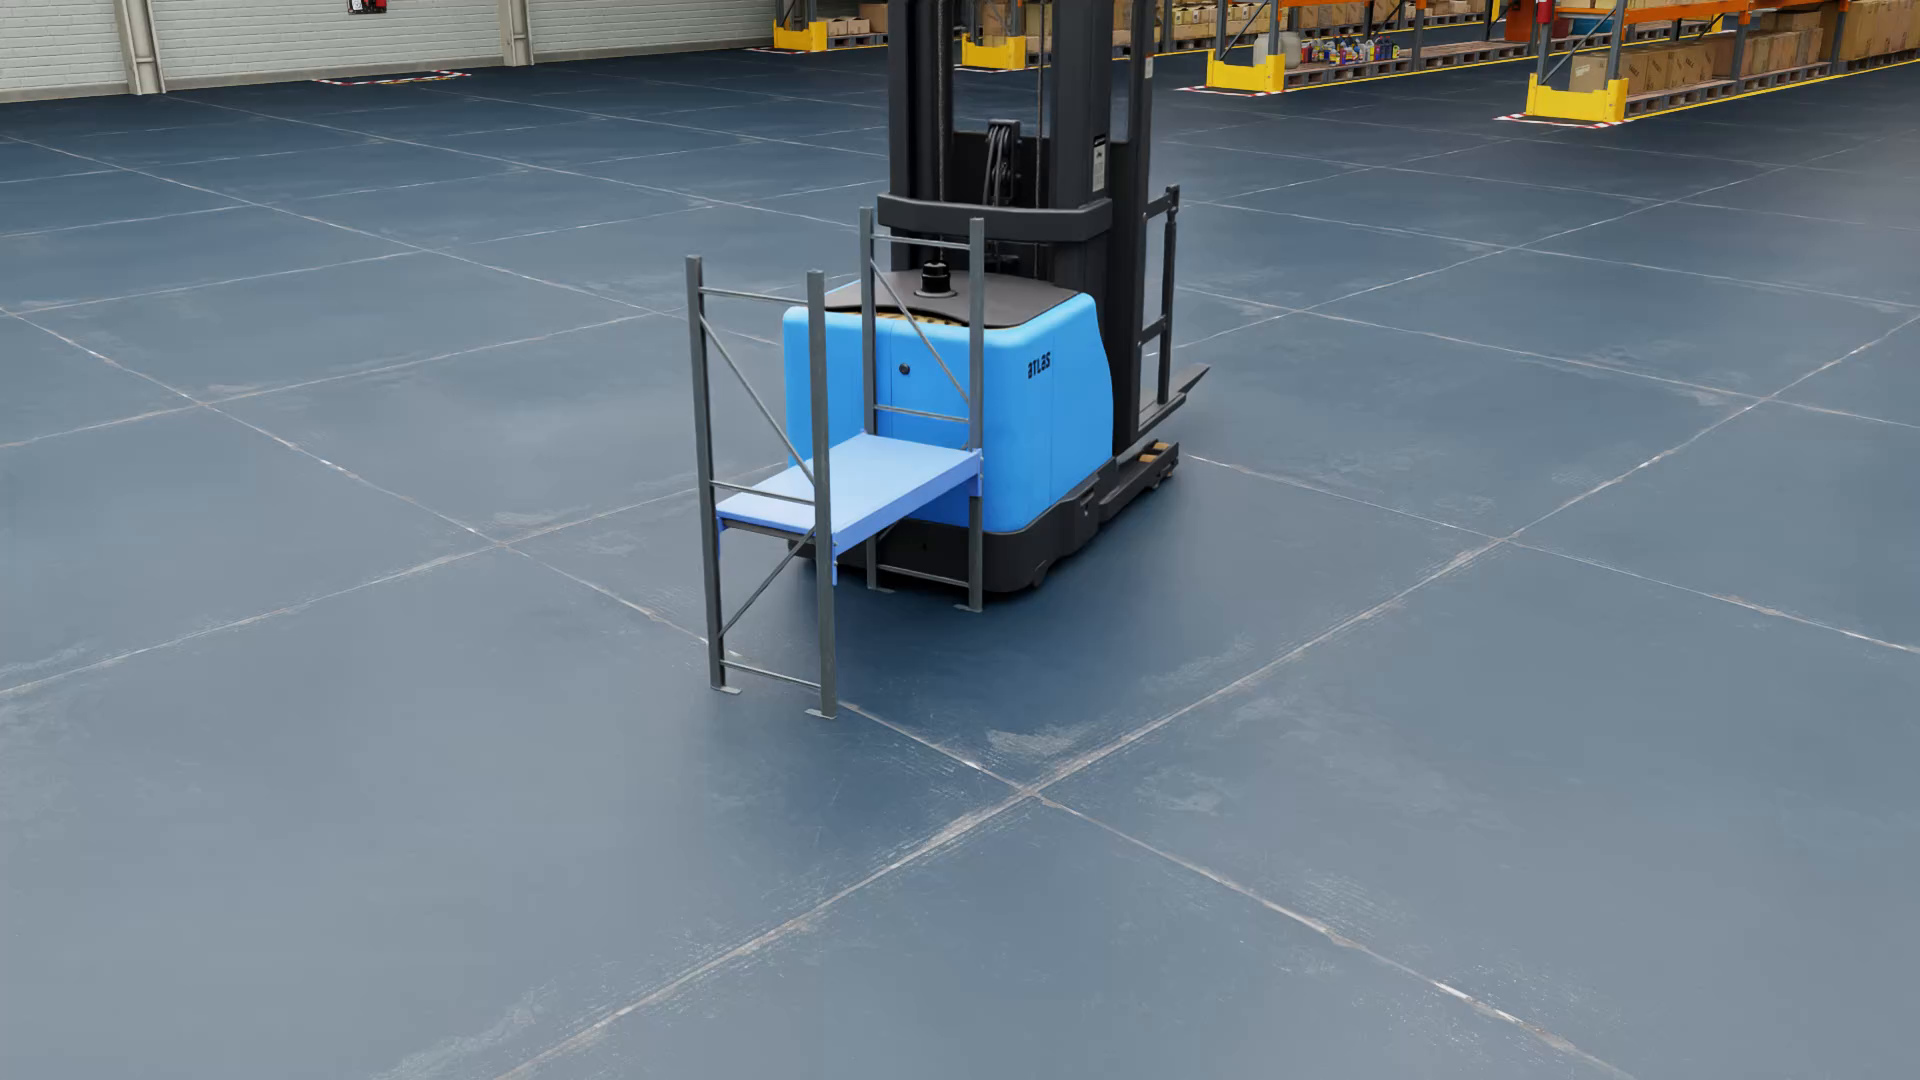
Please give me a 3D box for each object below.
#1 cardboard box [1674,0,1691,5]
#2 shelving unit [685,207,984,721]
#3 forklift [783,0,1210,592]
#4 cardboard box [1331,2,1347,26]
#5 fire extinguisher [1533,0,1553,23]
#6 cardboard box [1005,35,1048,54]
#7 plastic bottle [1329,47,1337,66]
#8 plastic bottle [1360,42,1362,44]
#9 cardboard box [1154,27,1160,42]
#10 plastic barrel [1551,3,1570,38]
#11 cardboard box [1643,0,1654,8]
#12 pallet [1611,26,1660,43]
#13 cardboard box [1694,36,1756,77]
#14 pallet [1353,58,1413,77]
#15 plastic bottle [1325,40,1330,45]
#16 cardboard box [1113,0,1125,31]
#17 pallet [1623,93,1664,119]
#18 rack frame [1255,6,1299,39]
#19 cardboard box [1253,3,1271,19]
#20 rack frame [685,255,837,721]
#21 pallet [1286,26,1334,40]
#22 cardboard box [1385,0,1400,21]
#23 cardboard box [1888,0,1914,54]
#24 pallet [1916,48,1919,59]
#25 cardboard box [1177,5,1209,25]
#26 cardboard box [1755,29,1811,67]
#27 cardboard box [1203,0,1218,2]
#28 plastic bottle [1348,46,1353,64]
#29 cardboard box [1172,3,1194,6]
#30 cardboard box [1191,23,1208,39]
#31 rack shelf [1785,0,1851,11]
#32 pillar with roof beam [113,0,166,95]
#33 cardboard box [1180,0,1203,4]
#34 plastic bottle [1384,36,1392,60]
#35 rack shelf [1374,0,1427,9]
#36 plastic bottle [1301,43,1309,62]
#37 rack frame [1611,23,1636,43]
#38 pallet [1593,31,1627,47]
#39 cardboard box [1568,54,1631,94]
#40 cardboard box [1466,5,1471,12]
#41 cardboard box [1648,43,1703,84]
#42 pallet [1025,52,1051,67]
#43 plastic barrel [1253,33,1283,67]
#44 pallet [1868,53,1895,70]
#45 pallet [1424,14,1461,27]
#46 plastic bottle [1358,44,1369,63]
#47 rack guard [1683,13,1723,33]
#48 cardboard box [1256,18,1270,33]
[{"bbox_3d":[9.144,-6.951,21.328,0.380,0.149,0.250,19,28,41],"label":"cardboard box"},{"bbox_3d":[-0.387,-0.306,5.781,0.538,1.500,1.048,11,24,27],"label":"shelving unit"},{"bbox_3d":[0.384,-1.659,7.306,1.130,2.935,3.031,10,23,24],"label":"forklift"},{"bbox_3d":[7.381,-10.578,33.285,0.500,0.500,0.500,19,28,40],"label":"cardboard box"},{"bbox_3d":[7.248,-6.743,20.545,0.296,0.674,0.183,19,28,41],"label":"fire extinguisher"},{"bbox_3d":[1.097,-8.168,27.392,0.500,0.250,0.500,19,28,41],"label":"cardboard box"},{"bbox_3d":[5.598,-7.253,24.953,0.097,0.271,0.097,0,21,0],"label":"plastic bottle"},{"bbox_3d":[6.207,-7.547,25.703,0.061,0.283,0.133,19,28,41],"label":"plastic bottle"},{"bbox_3d":[3.187,-8.940,29.401,0.500,0.250,0.500,19,28,41],"label":"cardboard box"},{"bbox_3d":[10.807,-9.480,30.334,0.600,0.588,0.708,19,28,41],"label":"plastic barrel"},{"bbox_3d":[8.401,-6.709,20.700,0.380,0.149,0.250,19,28,41],"label":"cardboard box"},{"bbox_3d":[12.966,-9.915,32.575,1.003,0.211,1.213,19,28,41],"label":"pallet"},{"bbox_3d":[10.893,-6.912,23.749,0.700,0.500,0.500,17,27,37],"label":"cardboard box"},{"bbox_3d":[6.402,-7.497,26.286,1.003,0.211,1.213,19,28,41],"label":"pallet"},{"bbox_3d":[5.763,-7.714,26.137,0.133,0.283,0.061,-19,28,-40],"label":"plastic bottle"},{"bbox_3d":[2.484,-9.035,28.603,0.500,0.500,0.500,19,28,41],"label":"cardboard box"},{"bbox_3d":[8.304,-5.611,21.379,1.003,0.211,1.213,19,28,41],"label":"pallet"},{"bbox_3d":[6.144,-11.230,32.111,1.000,3.000,0.127,19,28,41],"label":"rack frame"},{"bbox_3d":[5.597,-10.073,31.566,0.500,0.311,0.500,19,28,40],"label":"cardboard box"},{"bbox_3d":[-0.634,-0.147,5.366,0.500,1.500,0.032,11,24,27],"label":"rack frame"},{"bbox_3d":[6.692,-10.111,33.086,1.003,0.211,1.213,19,28,41],"label":"pallet"},{"bbox_3d":[8.796,-11.098,34.639,0.500,0.500,0.500,19,28,40],"label":"cardboard box"},{"bbox_3d":[14.975,-8.583,27.599,1.225,0.875,0.875,18,27,39],"label":"cardboard box"},{"bbox_3d":[16.616,-8.652,29.291,1.003,0.211,1.213,19,28,41],"label":"pallet"},{"bbox_3d":[4.174,-9.547,30.199,0.500,0.311,0.500,19,28,40],"label":"cardboard box"},{"bbox_3d":[12.408,-7.465,25.187,0.700,0.500,0.500,16,26,36],"label":"cardboard box"},{"bbox_3d":[5.978,-12.693,38.816,0.700,0.500,0.500,20,29,41],"label":"cardboard box"},{"bbox_3d":[5.907,-7.367,25.249,0.097,0.271,0.097,0,21,0],"label":"plastic bottle"},{"bbox_3d":[4.139,-9.815,30.895,0.500,0.311,0.500,19,28,40],"label":"cardboard box"},{"bbox_3d":[4.170,-9.287,30.303,0.500,0.250,0.500,-19,28,-41],"label":"cardboard box"},{"bbox_3d":[14.634,-8.928,27.124,1.077,0.370,4.000,19,28,41],"label":"rack shelf"},{"bbox_3d":[-8.407,-9.447,19.110,9.100,9.000,0.400,19,28,41],"label":"pillar with roof beam"},{"bbox_3d":[5.022,-12.490,37.800,0.750,0.750,0.750,20,28,41],"label":"cardboard box"},{"bbox_3d":[6.657,-7.692,25.986,0.144,0.351,0.185,18,28,39],"label":"plastic bottle"},{"bbox_3d":[8.295,-9.139,27.674,1.077,0.370,4.000,19,28,41],"label":"rack shelf"},{"bbox_3d":[5.272,-7.507,25.607,0.152,0.276,0.135,20,28,41],"label":"plastic bottle"},{"bbox_3d":[12.481,-11.017,31.558,1.000,3.000,0.127,19,28,41],"label":"rack frame"},{"bbox_3d":[11.913,-9.528,31.569,1.003,0.211,1.213,19,28,41],"label":"pallet"},{"bbox_3d":[8.106,-5.879,21.087,0.500,0.500,0.500,-14,25,-32],"label":"cardboard box"},{"bbox_3d":[11.175,-11.886,37.154,0.380,0.166,0.250,19,28,41],"label":"cardboard box"},{"bbox_3d":[9.747,-6.509,22.726,0.500,0.500,0.500,-11,23,-25],"label":"cardboard box"},{"bbox_3d":[1.067,-8.079,27.800,1.003,0.211,1.213,19,28,41],"label":"pallet"},{"bbox_3d":[4.514,-7.156,24.394,0.421,0.512,0.421,0,21,0],"label":"plastic barrel"},{"bbox_3d":[14.694,-7.944,27.448,1.003,0.211,1.213,19,28,41],"label":"pallet"},{"bbox_3d":[10.266,-11.448,36.565,1.003,0.211,1.213,19,28,41],"label":"pallet"},{"bbox_3d":[6.182,-7.484,25.549,0.135,0.276,0.152,-20,28,-41],"label":"plastic bottle"},{"bbox_3d":[15.279,-10.888,34.706,1.175,0.500,0.348,19,28,41],"label":"rack guard"},{"bbox_3d":[5.595,-9.813,31.671,0.500,0.250,0.500,19,28,40],"label":"cardboard box"}]
